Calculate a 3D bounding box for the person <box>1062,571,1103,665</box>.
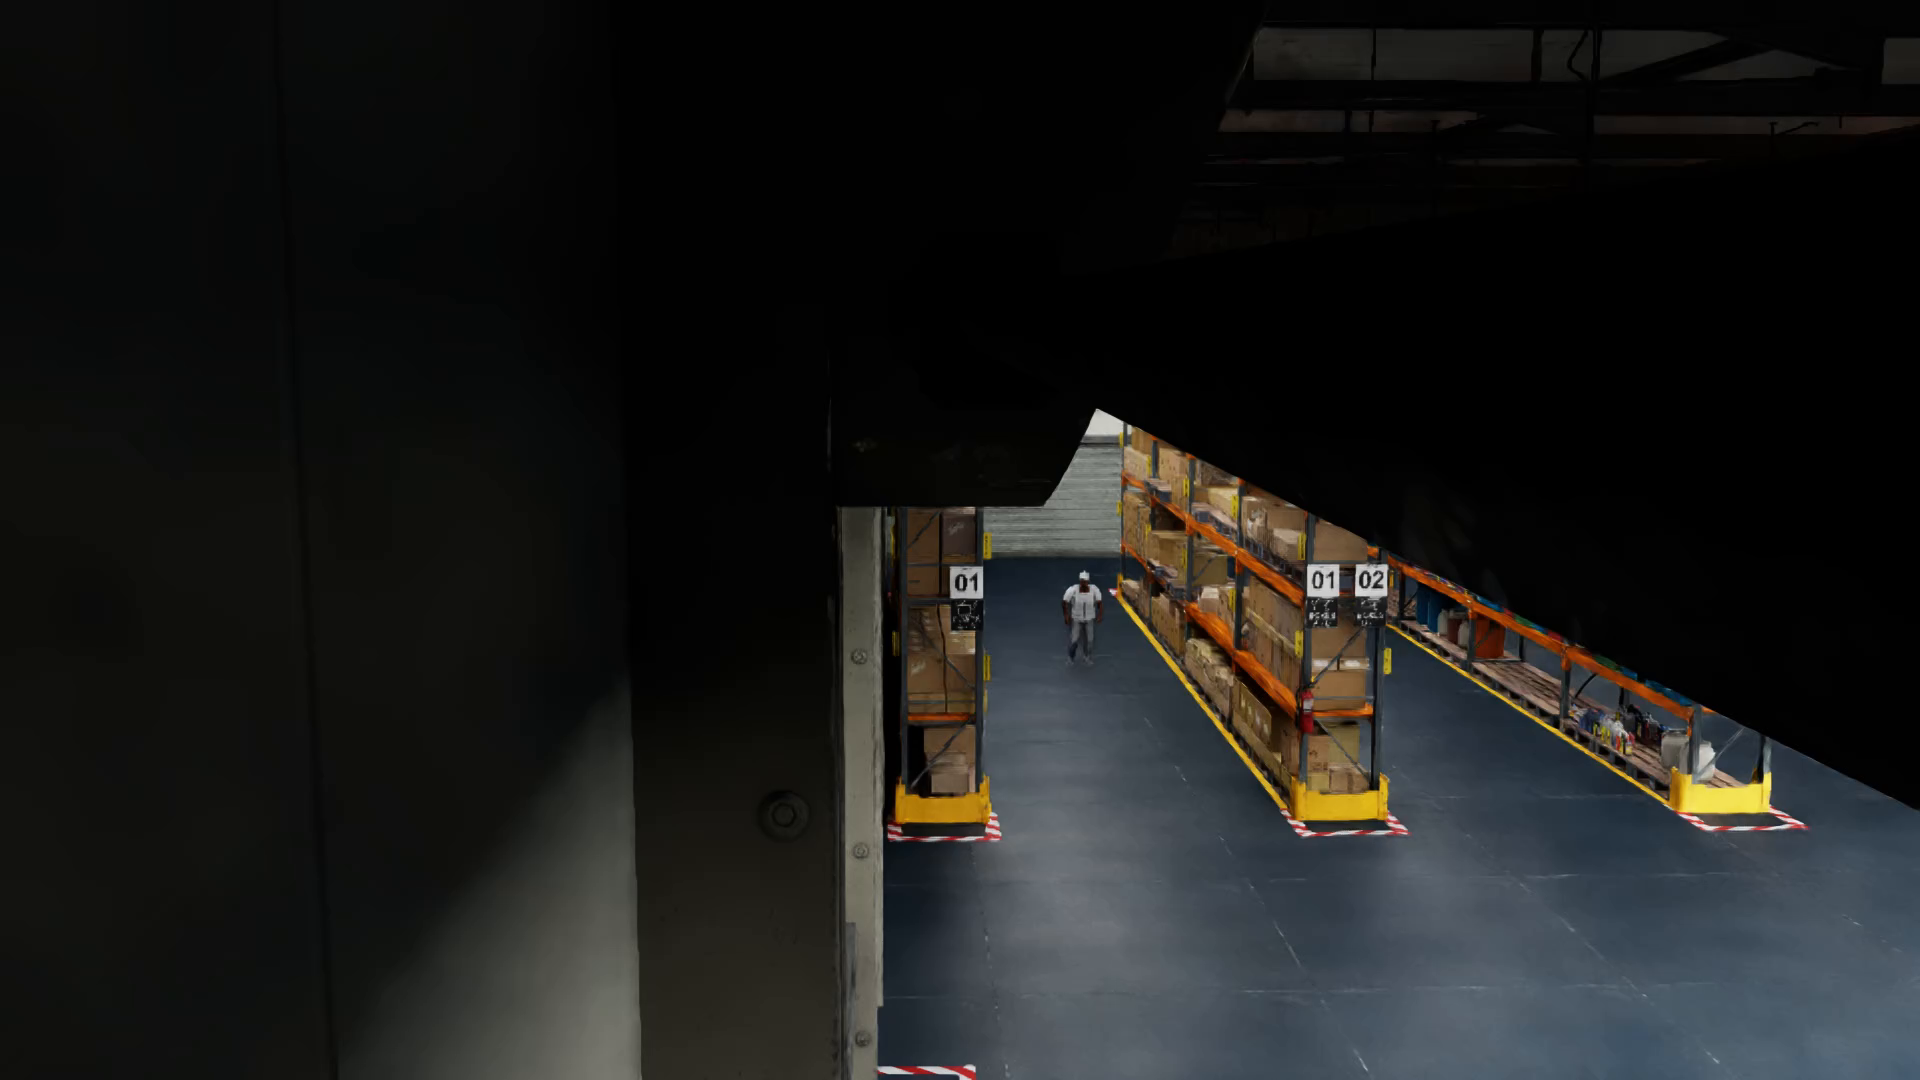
[{"bbox_3d":[2.159,1.380,29.312,0.719,1.714,0.578,-1,8,-5],"label":"person"}]
